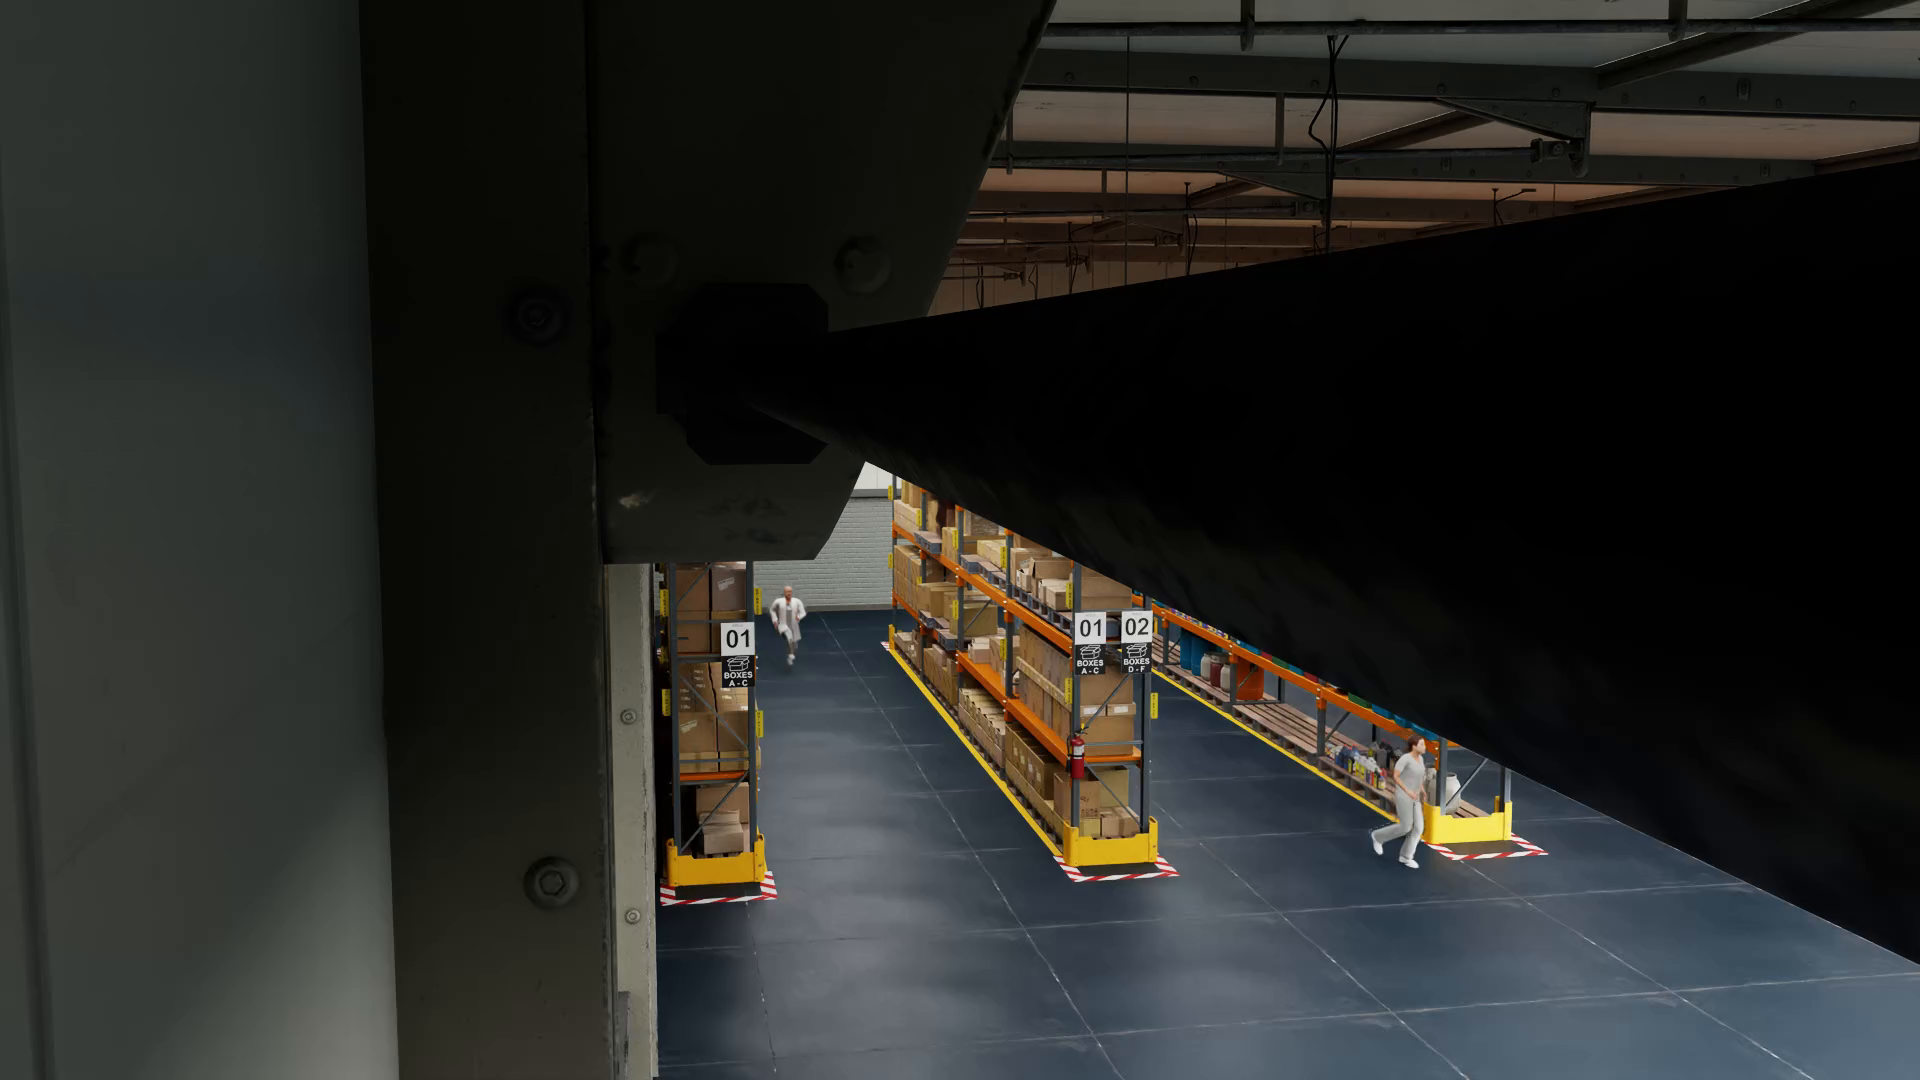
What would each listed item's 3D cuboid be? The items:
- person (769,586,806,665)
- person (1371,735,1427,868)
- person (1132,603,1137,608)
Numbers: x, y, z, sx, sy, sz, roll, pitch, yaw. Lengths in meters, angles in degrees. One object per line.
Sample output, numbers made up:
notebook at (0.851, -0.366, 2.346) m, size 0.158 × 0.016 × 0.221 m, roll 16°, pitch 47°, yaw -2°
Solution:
person at (-3.489, 1.766, 33.774) m, size 0.711 × 1.679 × 0.928 m, roll -2°, pitch 6°, yaw -15°
person at (5.655, 3.260, 21.103) m, size 0.611 × 1.640 × 0.683 m, roll -6°, pitch 8°, yaw -43°
person at (4.168, 1.255, 39.003) m, size 0.909 × 1.698 × 0.683 m, roll -1°, pitch 6°, yaw -6°
